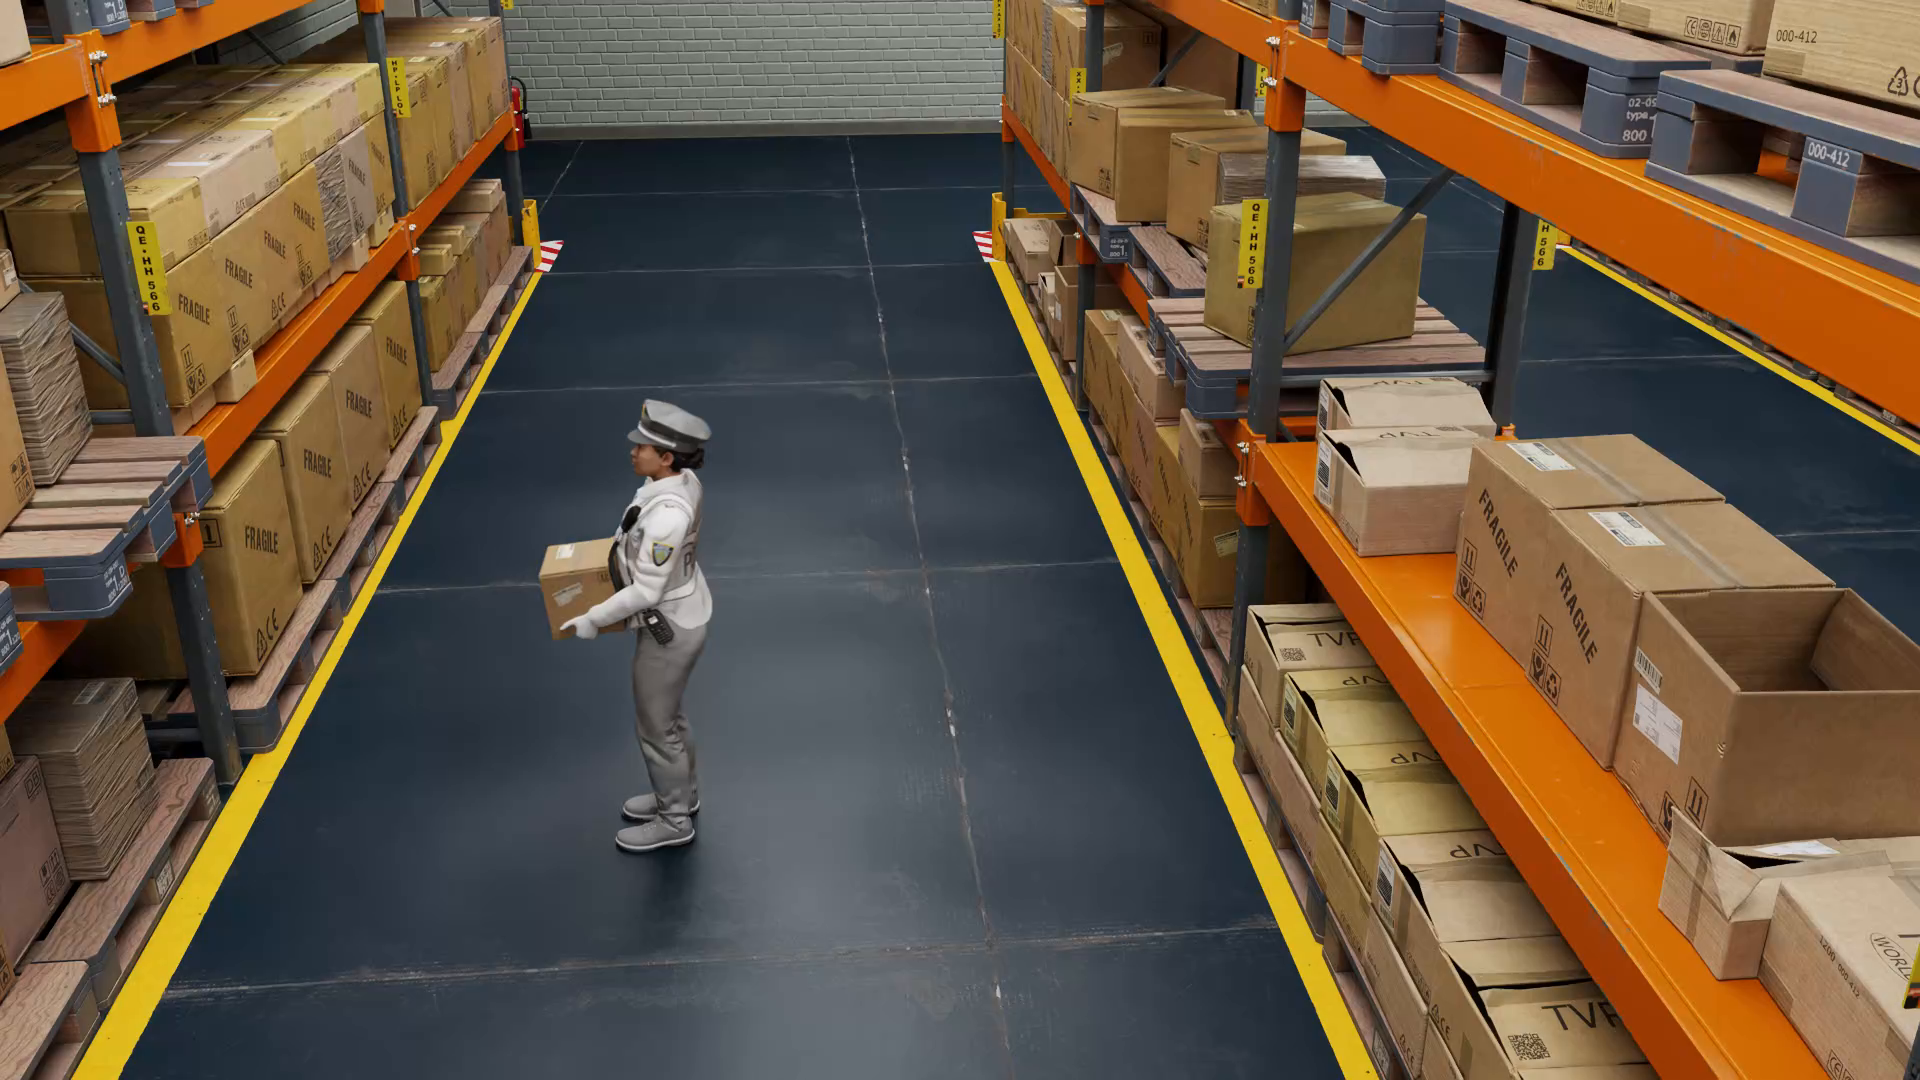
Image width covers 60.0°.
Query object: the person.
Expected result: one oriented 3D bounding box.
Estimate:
[{"bbox_3d":[-1.110,0.305,5.874,0.550,1.690,0.463,-2,24,-5],"label":"person"}]
